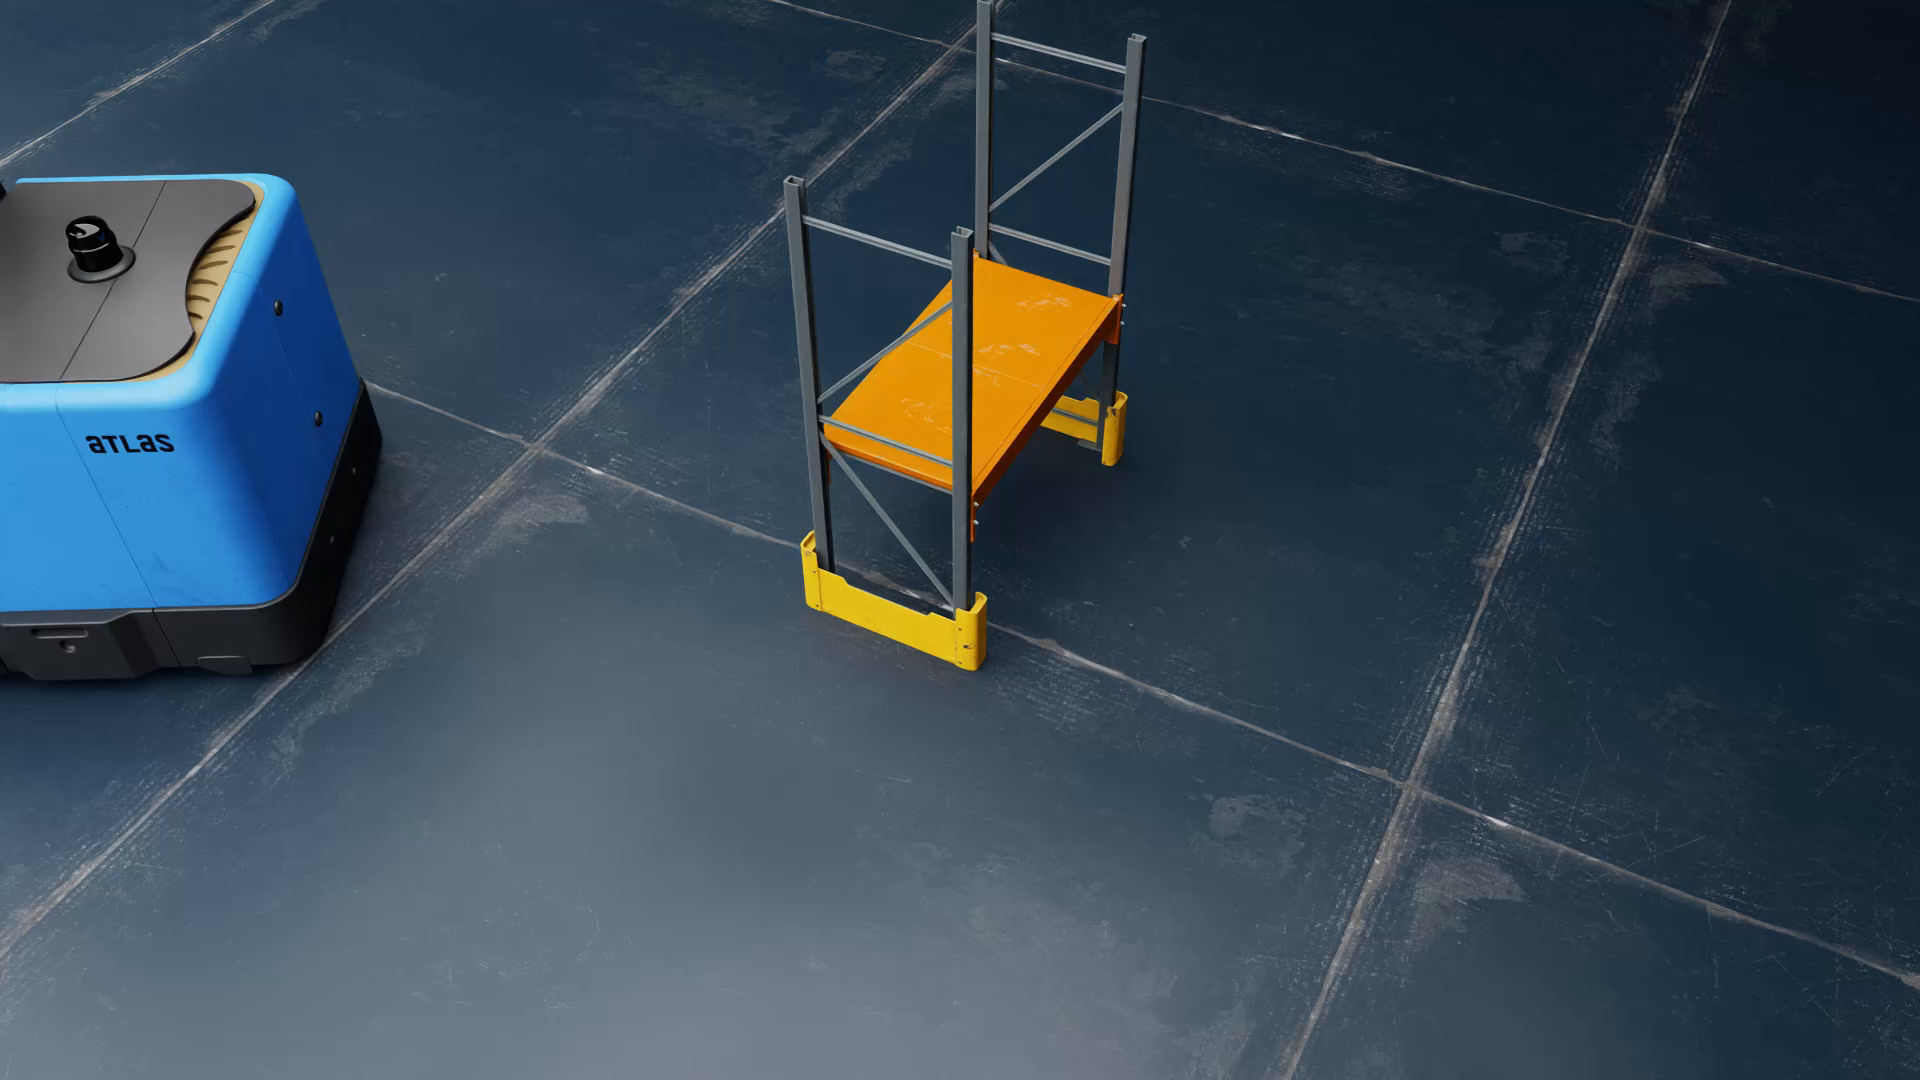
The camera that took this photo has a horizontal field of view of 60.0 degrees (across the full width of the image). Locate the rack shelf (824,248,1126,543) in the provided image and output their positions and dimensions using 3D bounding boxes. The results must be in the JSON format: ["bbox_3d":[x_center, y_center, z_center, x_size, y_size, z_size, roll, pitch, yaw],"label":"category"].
[{"bbox_3d":[0.040,-0.455,4.898,0.538,0.185,1.000,20,49,19],"label":"rack shelf"}]

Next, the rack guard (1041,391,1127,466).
[{"bbox_3d":[0.267,-0.450,5.519,0.587,0.250,0.087,20,49,19],"label":"rack guard"}]

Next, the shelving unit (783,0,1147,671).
[{"bbox_3d":[0.035,-0.575,4.764,0.587,1.500,1.083,20,49,19],"label":"shelving unit"}]

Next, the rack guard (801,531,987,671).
[{"bbox_3d":[-0.196,0.178,4.898,0.587,0.250,0.087,20,49,19],"label":"rack guard"}]

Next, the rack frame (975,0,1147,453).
[{"bbox_3d":[0.276,-0.901,5.086,0.500,1.500,0.032,20,49,19],"label":"rack frame"}]

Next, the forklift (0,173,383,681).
[{"bbox_3d":[-3.396,-0.957,4.135,3.031,2.935,1.130,-2,45,-1],"label":"forklift"}]

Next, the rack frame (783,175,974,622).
[{"bbox_3d":[-0.196,-0.261,4.453,0.500,1.500,0.032,20,49,19],"label":"rack frame"}]
